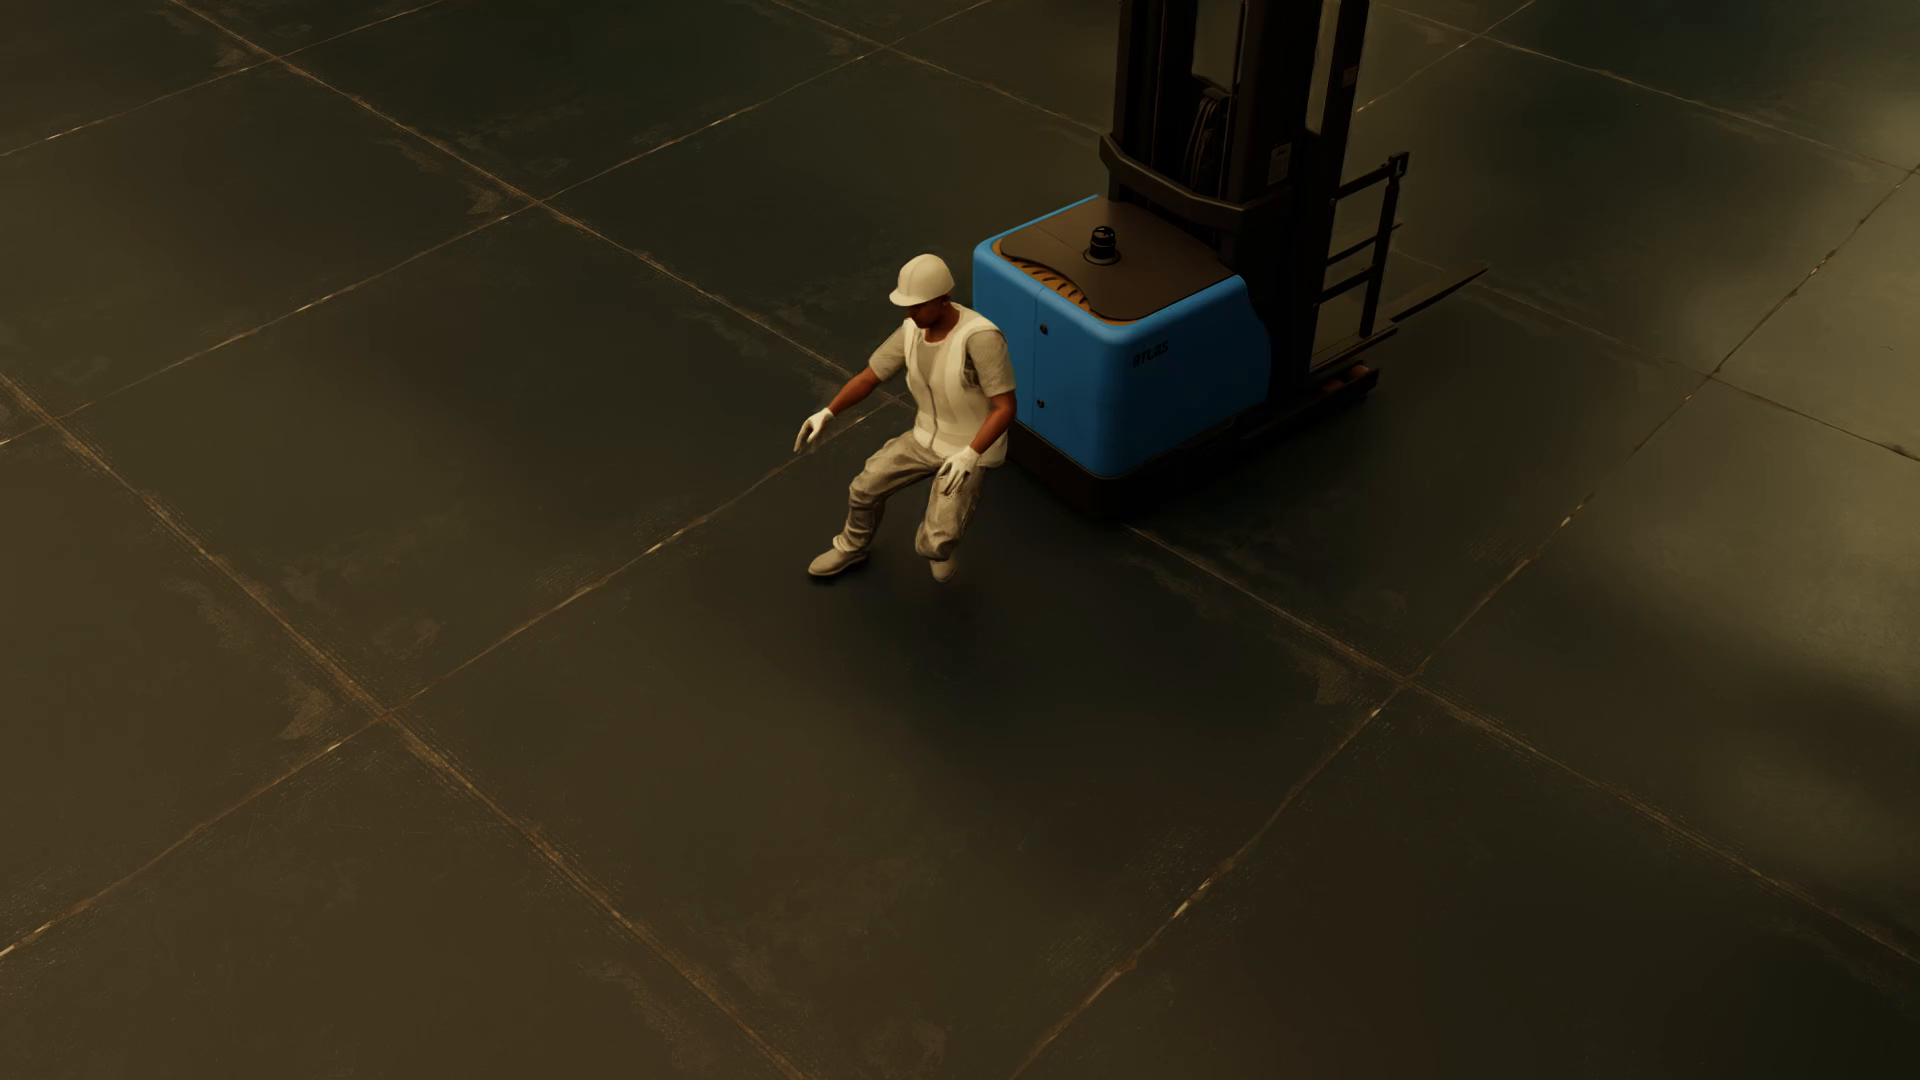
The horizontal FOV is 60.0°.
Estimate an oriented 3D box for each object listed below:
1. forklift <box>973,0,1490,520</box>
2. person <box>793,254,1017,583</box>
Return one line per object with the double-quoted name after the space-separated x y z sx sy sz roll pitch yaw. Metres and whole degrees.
1.511 -2.005 7.765 3.031 2.935 1.130 -28 48 -28 "forklift"
-0.216 -0.397 6.907 0.748 1.617 0.826 -31 50 -31 "person"
